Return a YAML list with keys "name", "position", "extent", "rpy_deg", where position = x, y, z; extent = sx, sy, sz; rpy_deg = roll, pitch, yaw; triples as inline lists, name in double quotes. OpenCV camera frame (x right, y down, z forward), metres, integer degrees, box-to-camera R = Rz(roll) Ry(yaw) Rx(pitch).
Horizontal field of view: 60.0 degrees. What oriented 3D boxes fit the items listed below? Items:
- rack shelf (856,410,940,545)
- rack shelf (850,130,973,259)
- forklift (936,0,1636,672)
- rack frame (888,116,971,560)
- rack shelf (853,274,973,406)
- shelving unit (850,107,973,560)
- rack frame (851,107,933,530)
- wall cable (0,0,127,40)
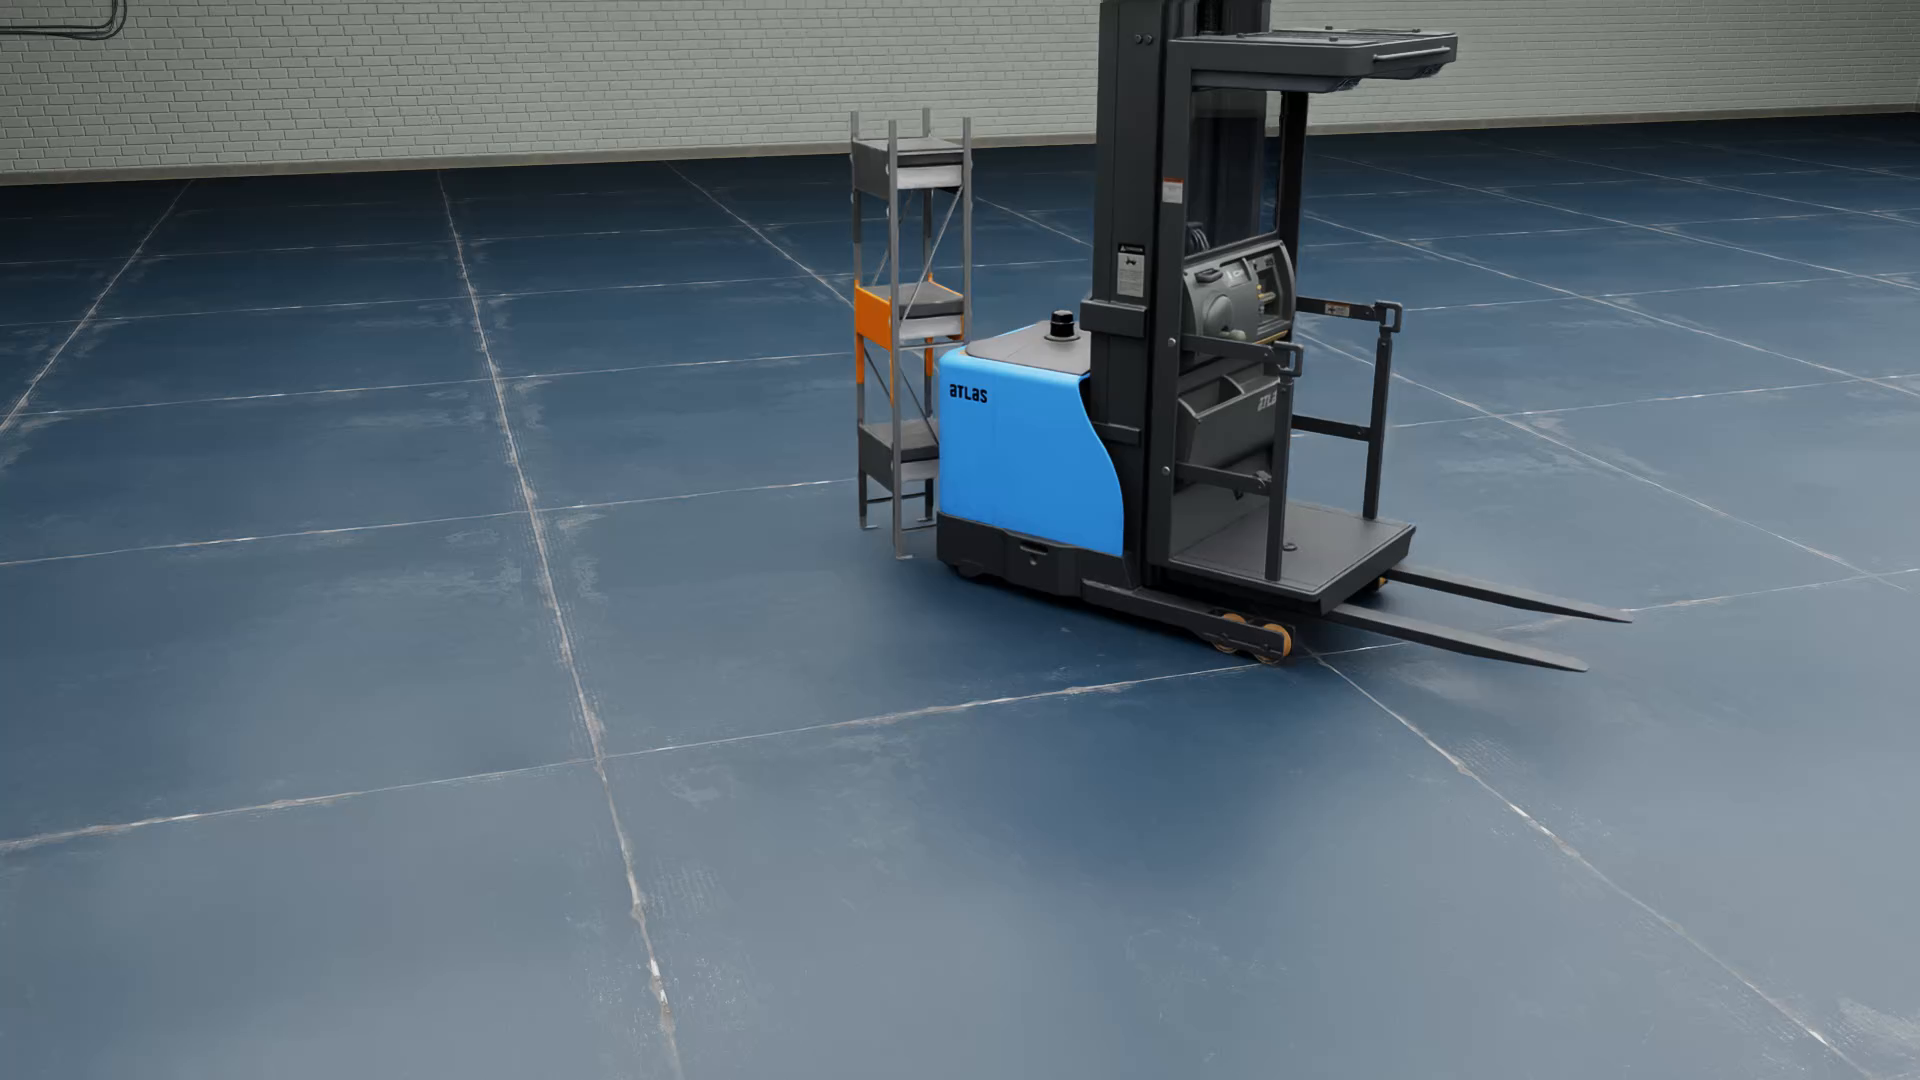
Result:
- name: "rack shelf"
  position: [-0.232, -0.321, 8.316]
  extent: [0.431, 0.518, 0.480]
  rpy_deg: [-8, 21, -22]
- name: "rack shelf"
  position: [-0.232, -1.639, 7.842]
  extent: [0.431, 0.518, 0.480]
  rpy_deg: [-8, 21, -22]
- name: "forklift"
  position: [1.375, -1.062, 7.039]
  extent: [3.031, 2.935, 1.130]
  rpy_deg: [14, 24, 34]
- name: "rack frame"
  position: [-0.135, -0.917, 7.864]
  extent: [0.400, 2.100, 0.015]
  rpy_deg: [-8, 21, -22]
- name: "rack shelf"
  position: [-0.232, -0.980, 8.079]
  extent: [0.431, 0.518, 0.480]
  rpy_deg: [-8, 21, -22]
- name: "shelving unit"
  position: [-0.232, -0.993, 8.074]
  extent: [0.431, 2.100, 0.503]
  rpy_deg: [-8, 21, -22]
- name: "rack frame"
  position: [-0.330, -1.068, 8.285]
  extent: [0.400, 2.100, 0.015]
  rpy_deg: [-8, 21, -22]
- name: "wall cable"
  position: [-11.722, -7.193, 19.724]
  extent: [3.097, 2.526, 0.112]
  rpy_deg: [-6, 21, -17]
